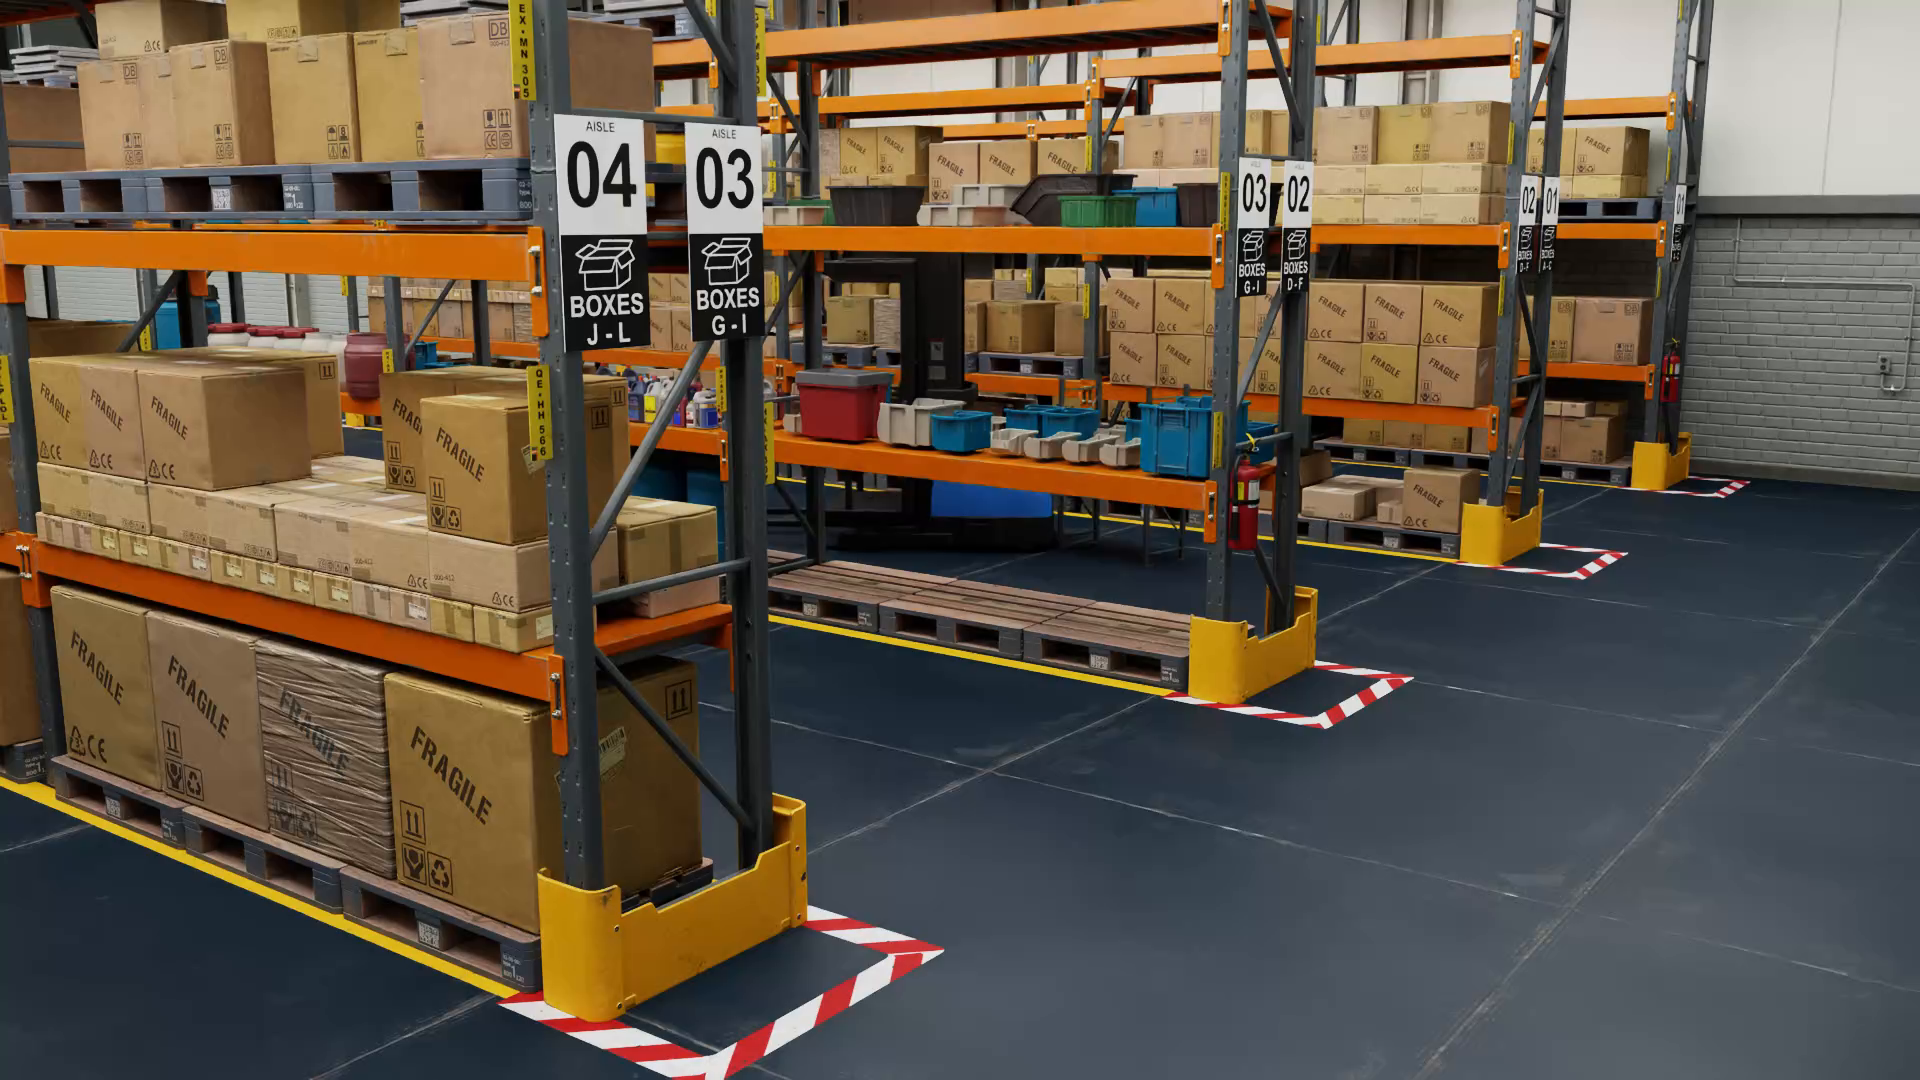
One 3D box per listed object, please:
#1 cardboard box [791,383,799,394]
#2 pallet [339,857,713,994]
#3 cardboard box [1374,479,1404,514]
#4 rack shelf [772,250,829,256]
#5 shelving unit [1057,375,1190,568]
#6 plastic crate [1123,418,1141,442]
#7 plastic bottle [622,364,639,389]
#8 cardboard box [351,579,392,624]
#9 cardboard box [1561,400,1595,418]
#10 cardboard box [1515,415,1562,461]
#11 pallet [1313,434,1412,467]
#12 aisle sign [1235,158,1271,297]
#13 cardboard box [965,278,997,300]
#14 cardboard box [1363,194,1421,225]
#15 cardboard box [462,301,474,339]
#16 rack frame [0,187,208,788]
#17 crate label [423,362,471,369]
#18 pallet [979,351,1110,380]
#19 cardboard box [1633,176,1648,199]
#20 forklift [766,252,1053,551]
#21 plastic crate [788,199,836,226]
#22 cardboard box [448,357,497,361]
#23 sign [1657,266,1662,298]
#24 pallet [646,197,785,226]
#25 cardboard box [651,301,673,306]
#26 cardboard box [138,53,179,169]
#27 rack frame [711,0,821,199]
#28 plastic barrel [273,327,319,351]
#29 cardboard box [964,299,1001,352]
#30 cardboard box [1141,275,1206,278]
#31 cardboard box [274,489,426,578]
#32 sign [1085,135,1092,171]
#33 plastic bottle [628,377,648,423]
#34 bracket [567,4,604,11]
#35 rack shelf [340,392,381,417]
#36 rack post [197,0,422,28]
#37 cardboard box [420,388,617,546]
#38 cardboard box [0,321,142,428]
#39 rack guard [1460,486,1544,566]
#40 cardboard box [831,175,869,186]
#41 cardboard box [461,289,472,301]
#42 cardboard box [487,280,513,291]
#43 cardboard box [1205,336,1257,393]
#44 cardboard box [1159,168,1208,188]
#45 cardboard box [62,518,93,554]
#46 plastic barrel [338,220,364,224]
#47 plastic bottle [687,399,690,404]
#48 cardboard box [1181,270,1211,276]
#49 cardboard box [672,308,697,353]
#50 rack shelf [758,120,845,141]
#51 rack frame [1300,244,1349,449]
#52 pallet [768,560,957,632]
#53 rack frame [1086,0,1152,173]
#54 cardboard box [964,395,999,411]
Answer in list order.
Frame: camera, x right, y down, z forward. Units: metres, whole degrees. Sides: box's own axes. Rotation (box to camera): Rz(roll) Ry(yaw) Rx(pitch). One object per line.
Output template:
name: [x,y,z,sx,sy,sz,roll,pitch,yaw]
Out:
cardboard box: [-2.435,-2.339,25.522,0.250,0.166,0.380,6,12,28]
pallet: [-1.800,1.457,6.942,1.213,0.211,1.003,8,13,36]
cardboard box: [4.084,-0.377,15.162,0.500,0.250,0.500,8,13,36]
rack shelf: [-3.303,-3.594,19.706,4.000,0.370,1.077,8,13,36]
shelving unit: [1.384,-0.613,14.248,0.538,1.500,1.048,-9,14,-40]
plastic crate: [1.287,-0.692,10.991,0.300,0.233,0.416,8,13,36]
plastic bottle: [-2.766,-1.299,13.976,0.185,0.351,0.144,8,13,36]
cardboard box: [-2.205,0.214,6.688,0.250,0.149,0.380,8,14,37]
cardboard box: [6.851,-1.456,18.428,0.250,0.149,0.380,8,13,35]
cardboard box: [6.659,-1.208,18.850,0.500,0.500,0.700,8,13,35]
pallet: [5.029,-1.092,20.119,1.213,0.211,1.003,8,13,36]
aisle sign: [1.707,-1.816,9.673,0.004,0.787,0.394,8,13,36]
cardboard box: [0.387,-3.383,23.200,0.500,0.500,0.700,6,13,30]
cardboard box: [3.790,-2.825,14.230,0.500,0.250,0.500,8,13,36]
cardboard box: [-6.107,-2.913,21.925,0.500,0.500,0.700,8,14,36]
rack frame: [-4.334,-0.284,8.599,0.127,3.000,1.000,8,13,36]
crate label: [-4.744,-1.514,15.400,0.416,0.233,0.303,8,13,36]
pallet: [0.953,-1.812,17.005,1.213,0.211,1.003,8,13,36]
cardboard box: [7.243,-3.883,18.332,0.500,0.250,0.500,9,14,38]
forklift: [-0.683,-1.440,14.754,3.031,2.935,1.130,0,11,2]
plastic crate: [-0.882,-2.409,12.247,0.662,0.188,0.450,8,13,36]
cardboard box: [-6.716,-2.248,22.914,0.500,0.500,0.500,8,13,36]
sign: [7.354,-2.712,17.480,0.005,0.325,0.100,8,13,36]
pallet: [-2.092,-2.495,12.630,1.003,0.211,1.213,8,13,36]
cardboard box: [-4.578,-3.684,26.519,0.500,0.250,0.500,7,13,34]
cardboard box: [-3.237,-1.921,7.532,0.500,0.500,0.700,9,14,38]
rack frame: [-1.402,-3.987,11.949,0.127,3.000,1.000,8,13,36]
plastic barrel: [-6.269,-1.736,15.747,0.433,0.535,0.433,0,11,0]
cardboard box: [0.072,-2.244,17.365,0.500,0.500,0.700,4,12,21]
cardboard box: [2.094,-2.323,16.243,0.500,0.500,0.500,8,14,36]
cardboard box: [-2.476,-0.035,6.923,0.500,0.250,0.500,7,13,34]
sign: [1.207,-3.634,15.623,0.005,0.325,0.100,8,13,36]
plastic bottle: [-2.486,-1.092,12.906,0.185,0.351,0.144,8,13,36]
bracket: [-6.769,-8.958,28.165,4.783,0.066,0.076,8,13,36]
rack shelf: [-6.238,-1.363,16.074,4.000,0.370,1.077,8,13,36]
rack post: [-6.212,-4.777,15.502,3.121,1.000,1.013,8,13,36]
cardboard box: [-1.658,-0.289,6.264,0.500,0.500,0.500,8,14,36]
cardboard box: [-4.853,-0.896,8.859,0.637,0.503,0.797,8,13,34]
rack guard: [4.696,-0.131,14.393,0.348,0.500,1.175,8,13,36]
cardboard box: [-0.908,-3.670,17.943,0.500,0.500,0.910,8,13,36]
cardboard box: [-6.284,-3.208,21.742,0.250,0.149,0.380,8,14,37]
cardboard box: [-5.684,-3.491,21.498,0.500,0.500,0.700,8,13,35]
cardboard box: [2.599,-1.636,15.327,0.500,0.500,0.500,8,13,35]
cardboard box: [2.182,-3.296,15.350,0.500,0.250,0.500,8,13,36]
cardboard box: [-4.080,-0.047,8.035,0.250,0.149,0.380,7,13,34]
plastic barrel: [-5.687,-3.374,15.546,0.708,0.830,0.600,8,13,36]
plastic bottle: [-2.092,-0.972,12.682,0.097,0.201,0.097,0,11,0]
cardboard box: [3.117,-3.261,20.918,0.500,0.250,0.500,8,14,37]
cardboard box: [-3.053,-2.485,19.713,0.500,0.500,0.500,7,13,33]
rack shelf: [-3.598,-6.274,25.668,4.000,0.370,1.077,8,13,36]
rack frame: [4.462,-2.559,20.358,0.127,3.000,1.000,8,13,36]
pallet: [-0.786,0.404,12.387,1.213,0.211,1.003,8,13,36]
rack frame: [1.533,-4.745,15.866,0.127,3.000,1.000,8,13,36]
cardboard box: [0.077,-1.417,17.907,0.500,0.250,0.500,8,13,34]
